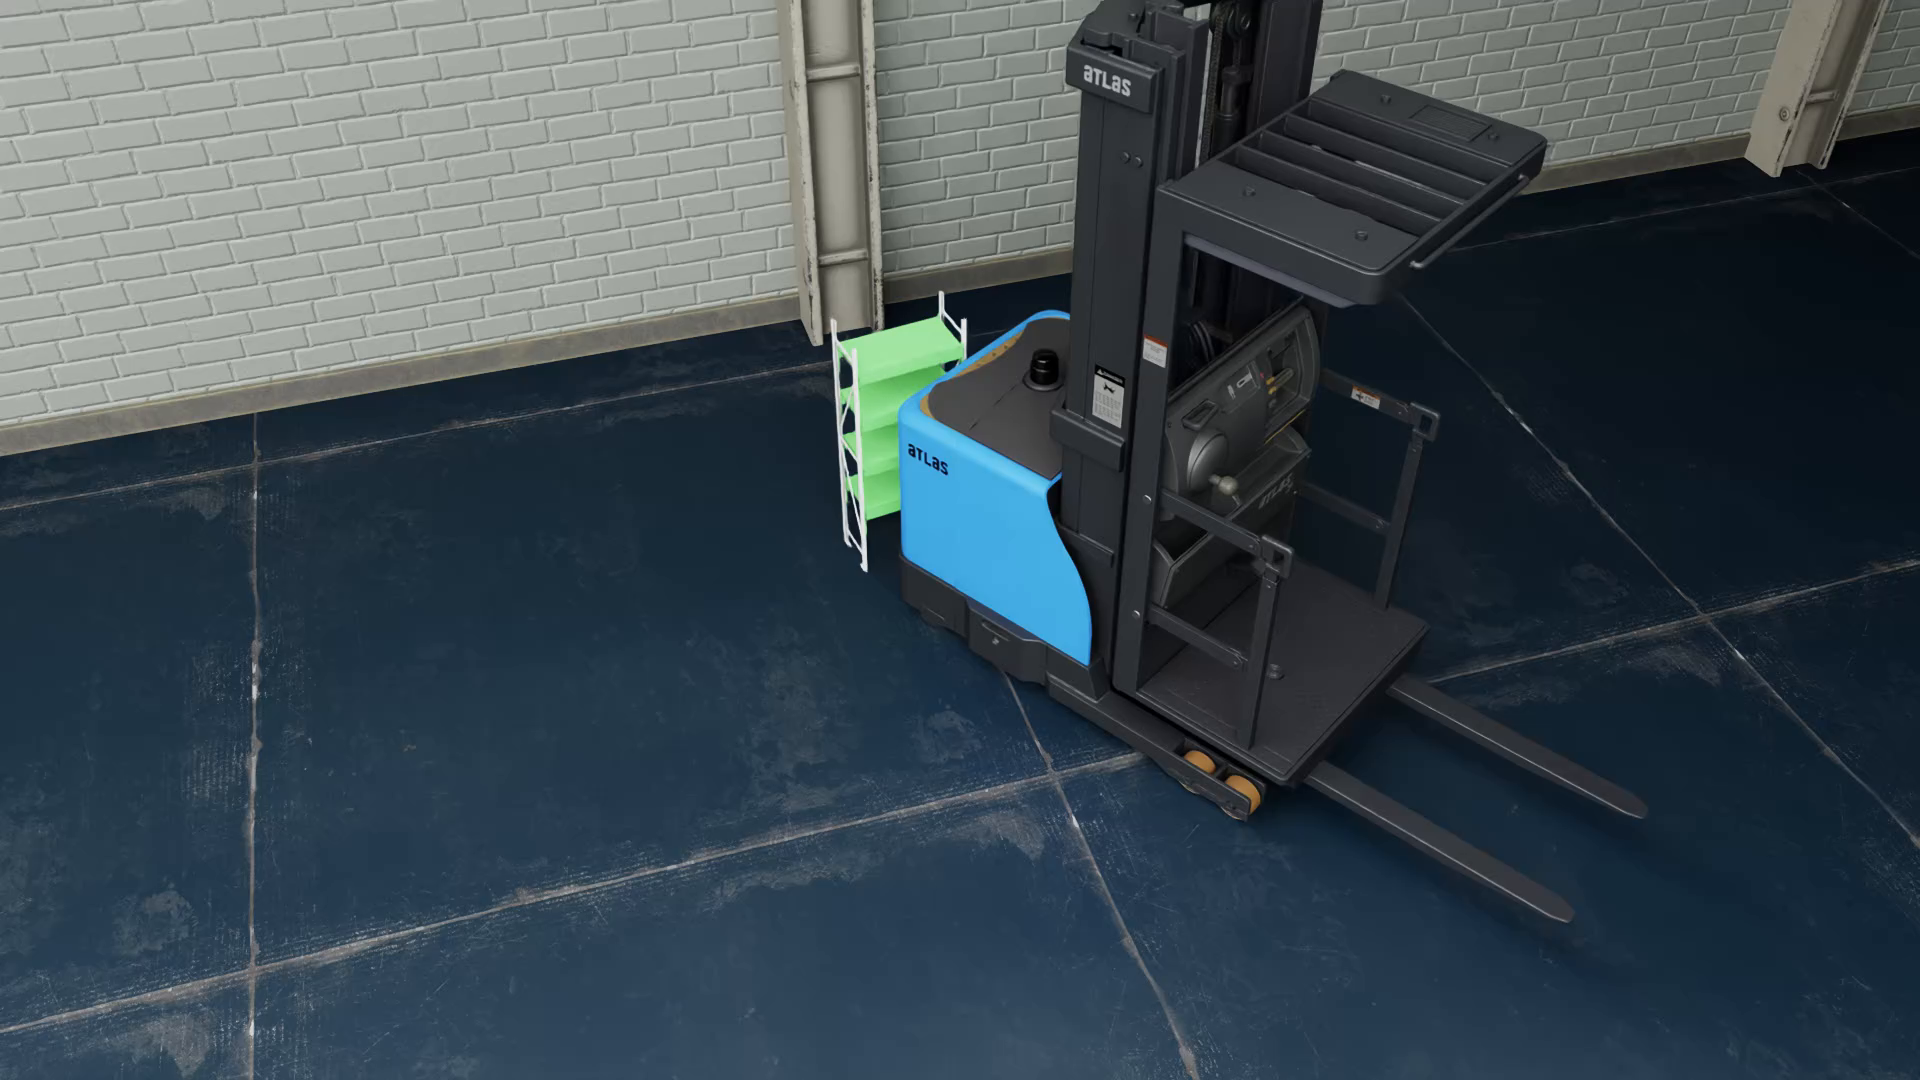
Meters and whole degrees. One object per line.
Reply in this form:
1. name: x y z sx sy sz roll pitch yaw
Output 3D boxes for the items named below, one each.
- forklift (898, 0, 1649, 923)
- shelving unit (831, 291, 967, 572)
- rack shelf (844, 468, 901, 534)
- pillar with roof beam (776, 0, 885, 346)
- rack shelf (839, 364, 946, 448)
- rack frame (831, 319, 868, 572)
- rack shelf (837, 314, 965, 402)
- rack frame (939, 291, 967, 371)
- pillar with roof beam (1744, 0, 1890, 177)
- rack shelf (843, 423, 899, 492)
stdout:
1. forklift: 1.180 -0.430 5.865 3.031 2.935 1.130 30 49 30
2. shelving unit: -0.251 -0.450 7.203 0.503 1.200 0.258 -17 44 -19
3. rack shelf: -0.251 -0.221 7.403 0.480 0.148 0.258 -17 44 -19
4. pillar with roof beam: 0.662 -1.845 2.872 0.400 9.000 9.100 -12 42 -13
5. rack shelf: -0.251 -0.583 7.087 0.480 0.148 0.258 -17 44 -19
6. rack frame: -0.471 -0.381 7.124 0.015 1.200 0.240 -17 44 -19
7. rack shelf: -0.251 -0.764 6.929 0.480 0.148 0.258 -17 44 -19
8. rack frame: -0.030 -0.519 7.282 0.015 1.200 0.240 -17 44 -19
9. pillar with roof beam: 6.385 -3.031 4.229 0.400 9.000 9.100 -12 42 -13
10. rack shelf: -0.251 -0.402 7.245 0.480 0.148 0.258 -17 44 -19
